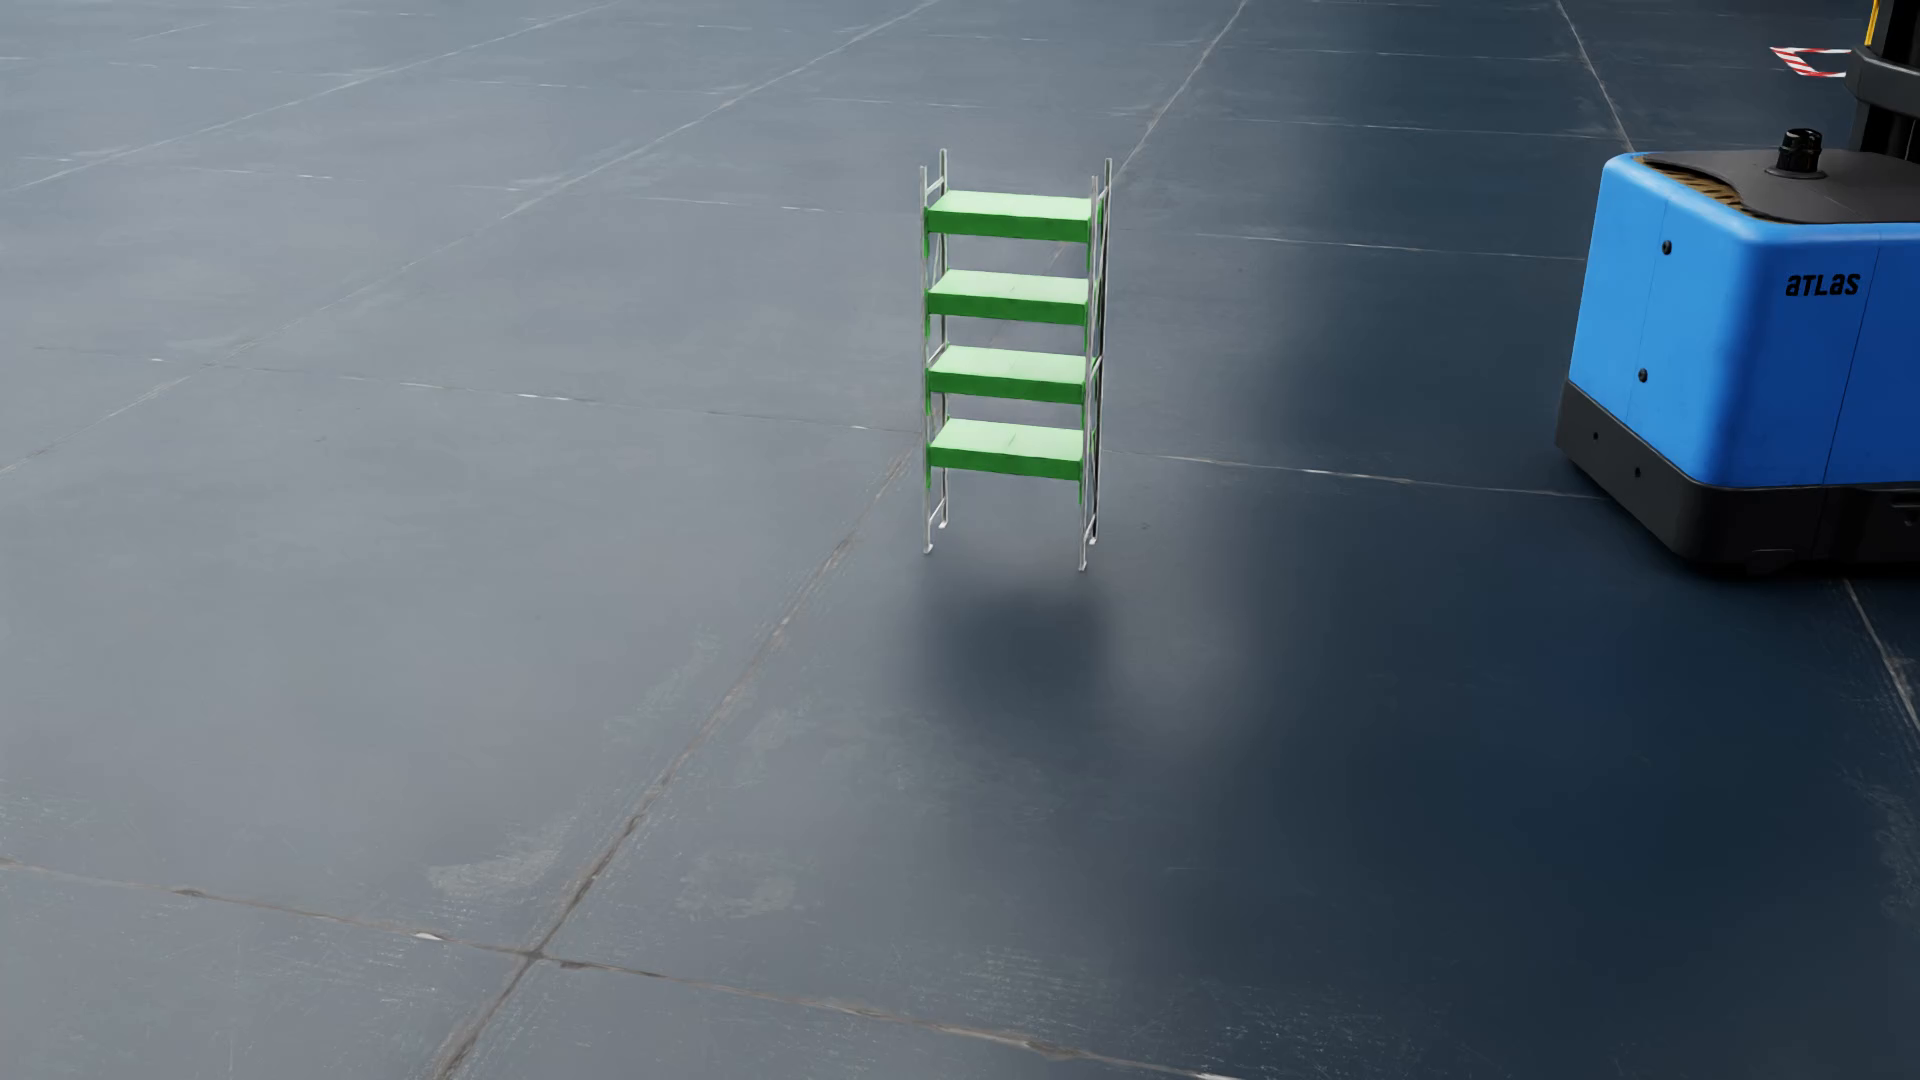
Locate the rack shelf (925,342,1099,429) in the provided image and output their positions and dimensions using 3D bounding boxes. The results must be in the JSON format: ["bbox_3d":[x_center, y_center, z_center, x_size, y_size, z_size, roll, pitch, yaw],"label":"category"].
[{"bbox_3d":[0.160,-0.466,4.982,0.480,0.148,0.258,6,26,13],"label":"rack shelf"}]

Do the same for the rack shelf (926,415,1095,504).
[{"bbox_3d":[0.160,-0.250,5.086,0.480,0.148,0.258,6,26,13],"label":"rack shelf"}]

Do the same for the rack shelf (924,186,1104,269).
[{"bbox_3d":[0.160,-0.900,4.776,0.480,0.148,0.258,6,26,13],"label":"rack shelf"}]

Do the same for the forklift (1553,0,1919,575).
[{"bbox_3d":[3.615,-1.467,4.923,3.031,2.935,1.130,-2,26,-5],"label":"forklift"}]

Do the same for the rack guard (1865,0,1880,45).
[{"bbox_3d":[7.433,-3.977,13.022,0.348,0.500,1.175,6,26,13],"label":"rack guard"}]

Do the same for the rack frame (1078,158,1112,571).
[{"bbox_3d":[0.397,-0.498,4.900,0.015,1.200,0.240,6,26,13],"label":"rack frame"}]

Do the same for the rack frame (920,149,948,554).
[{"bbox_3d":[-0.076,-0.550,5.010,0.015,1.200,0.240,6,26,13],"label":"rack frame"}]

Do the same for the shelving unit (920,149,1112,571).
[{"bbox_3d":[0.160,-0.524,4.955,0.503,1.200,0.258,6,26,13],"label":"shelving unit"}]

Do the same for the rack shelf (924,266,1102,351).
[{"bbox_3d":[0.160,-0.683,4.879,0.480,0.148,0.258,6,26,13],"label":"rack shelf"}]
